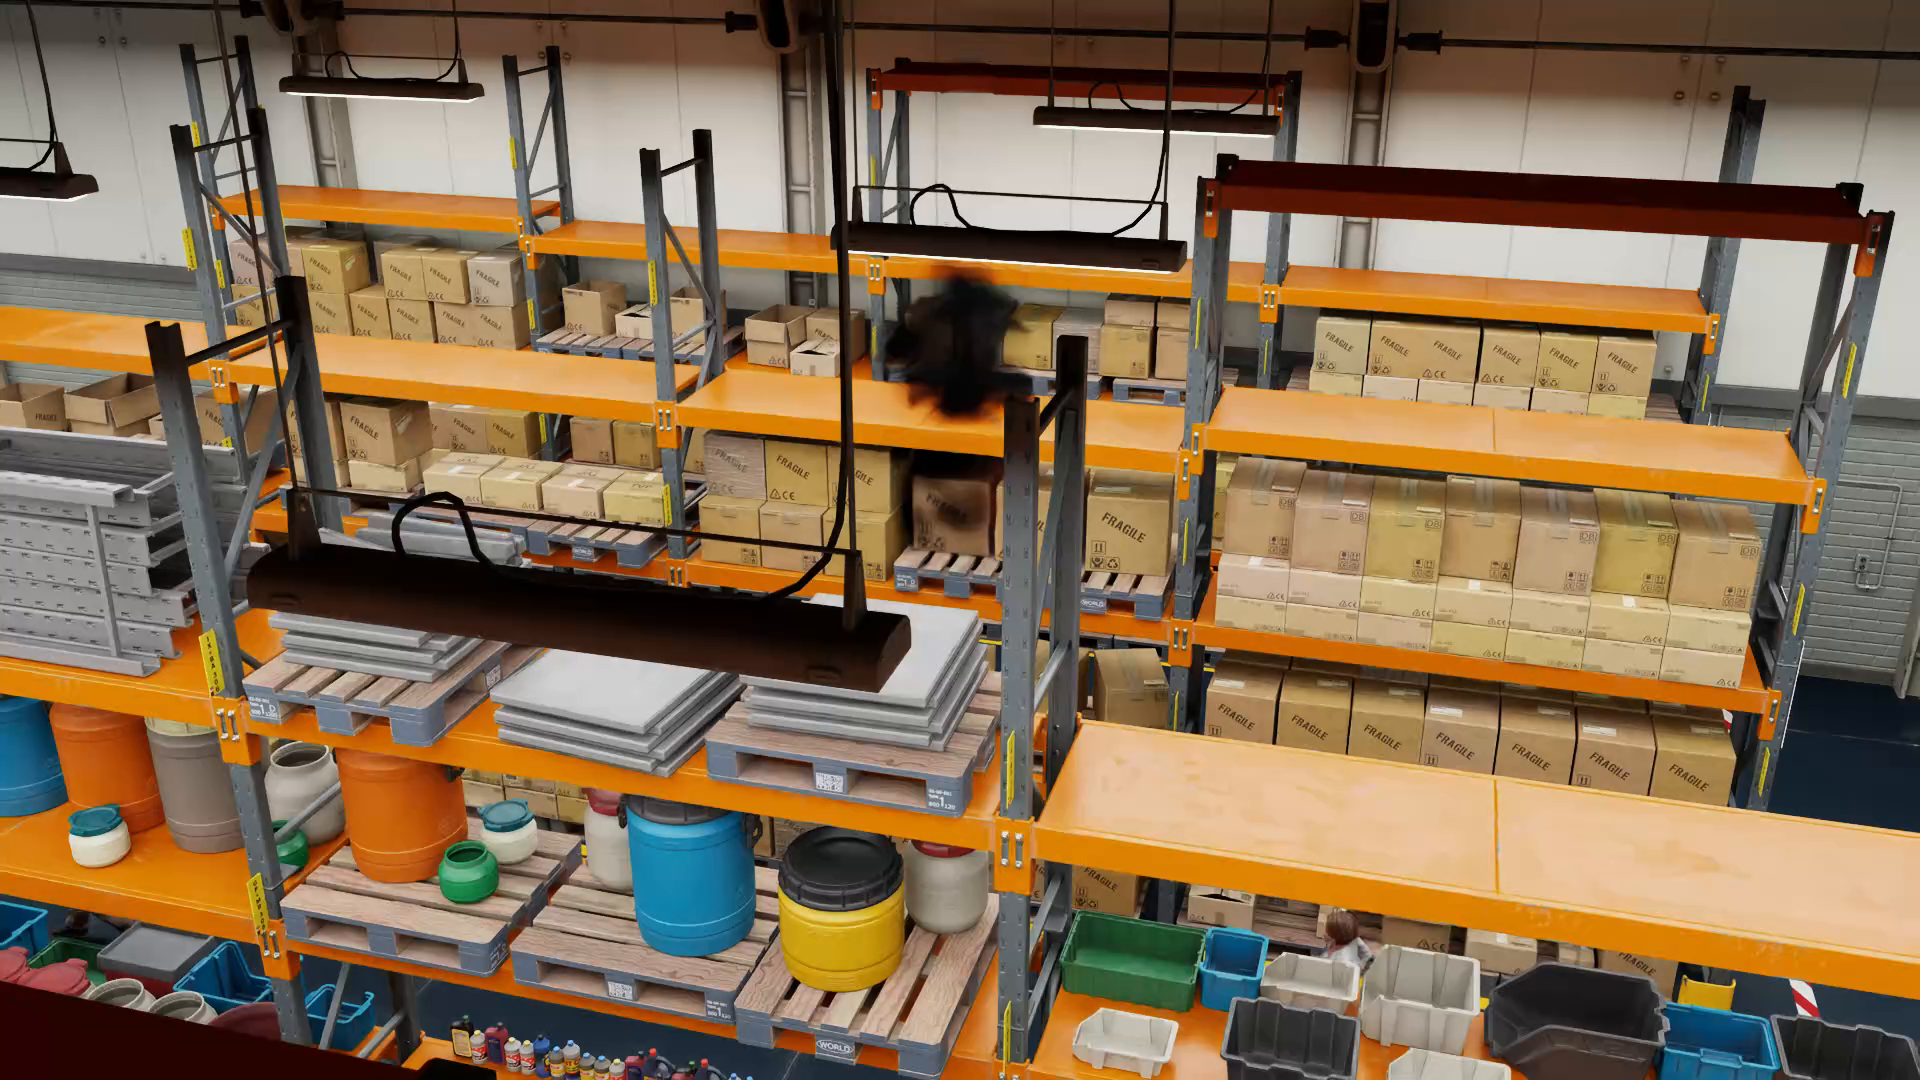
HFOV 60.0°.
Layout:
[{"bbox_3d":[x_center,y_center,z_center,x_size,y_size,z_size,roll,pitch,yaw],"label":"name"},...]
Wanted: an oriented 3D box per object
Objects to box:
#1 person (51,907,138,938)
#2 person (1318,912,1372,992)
[{"bbox_3d":[-6.728,2.382,12.736,0.968,1.709,0.654,3,23,8],"label":"person"},{"bbox_3d":[2.615,3.168,11.096,0.860,1.593,0.516,3,23,7],"label":"person"}]
